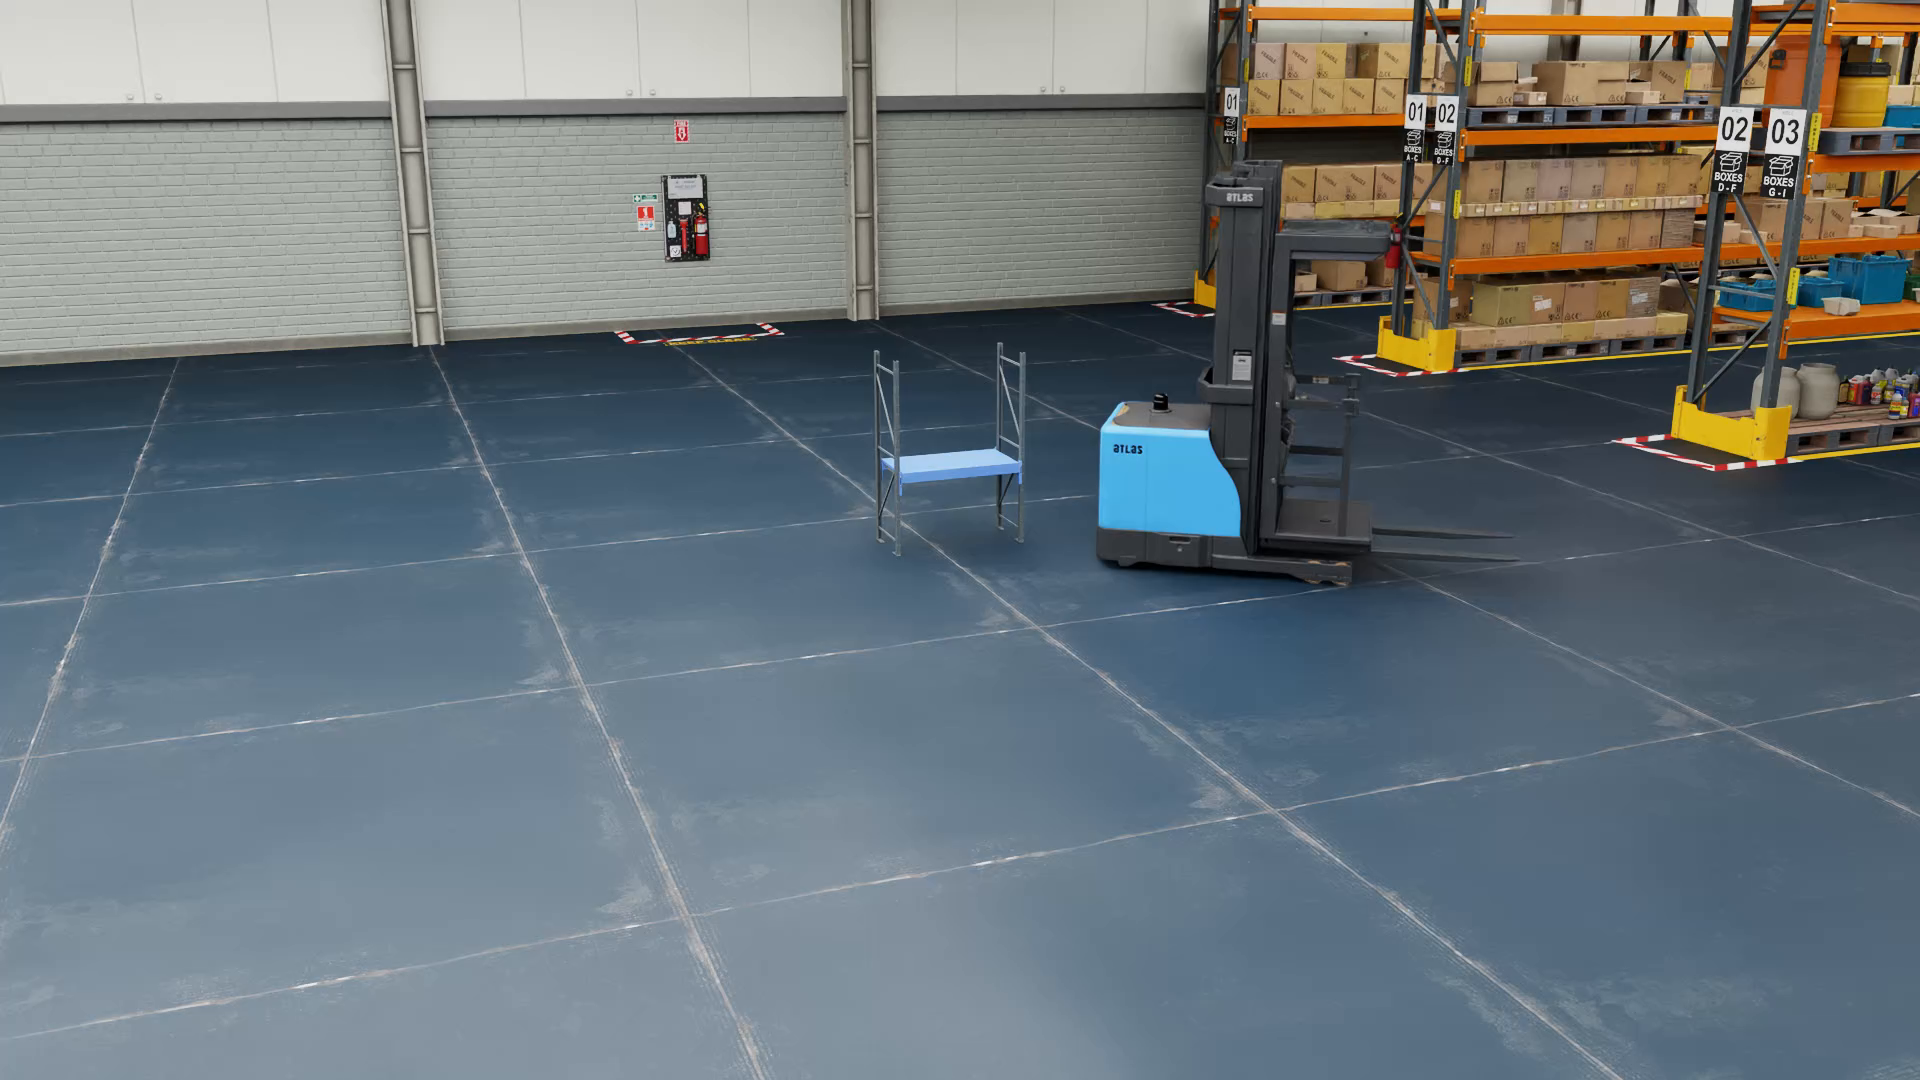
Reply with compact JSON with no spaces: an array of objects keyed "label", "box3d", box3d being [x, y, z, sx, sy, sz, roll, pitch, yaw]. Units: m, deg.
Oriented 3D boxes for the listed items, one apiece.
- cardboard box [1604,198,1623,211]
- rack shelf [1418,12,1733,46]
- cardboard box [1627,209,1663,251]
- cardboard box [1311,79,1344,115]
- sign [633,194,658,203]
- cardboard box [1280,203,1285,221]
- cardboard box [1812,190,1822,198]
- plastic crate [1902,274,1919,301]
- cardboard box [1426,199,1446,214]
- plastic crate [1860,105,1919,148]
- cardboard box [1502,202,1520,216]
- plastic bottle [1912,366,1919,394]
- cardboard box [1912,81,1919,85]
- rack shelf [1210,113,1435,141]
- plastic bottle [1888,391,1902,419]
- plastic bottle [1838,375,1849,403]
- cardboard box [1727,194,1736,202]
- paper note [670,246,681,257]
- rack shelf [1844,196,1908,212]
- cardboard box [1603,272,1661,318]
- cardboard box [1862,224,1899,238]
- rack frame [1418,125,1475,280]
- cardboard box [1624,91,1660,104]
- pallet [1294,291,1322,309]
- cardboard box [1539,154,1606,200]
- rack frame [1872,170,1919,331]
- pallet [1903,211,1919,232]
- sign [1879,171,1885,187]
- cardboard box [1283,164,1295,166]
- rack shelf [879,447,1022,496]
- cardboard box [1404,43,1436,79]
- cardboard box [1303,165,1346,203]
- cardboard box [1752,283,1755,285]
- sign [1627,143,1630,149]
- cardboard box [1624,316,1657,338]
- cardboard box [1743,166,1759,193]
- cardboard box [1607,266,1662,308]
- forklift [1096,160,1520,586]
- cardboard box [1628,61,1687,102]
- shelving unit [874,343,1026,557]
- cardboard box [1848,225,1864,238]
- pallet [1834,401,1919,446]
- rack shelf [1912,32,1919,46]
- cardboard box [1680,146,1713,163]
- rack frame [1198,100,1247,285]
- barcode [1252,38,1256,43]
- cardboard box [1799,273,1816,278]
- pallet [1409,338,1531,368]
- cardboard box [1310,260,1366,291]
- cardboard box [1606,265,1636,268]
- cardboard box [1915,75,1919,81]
[{"label":"cardboard box","box3d":[8.010,-4.183,20.691,0.250,0.149,0.380,-6,17,-18]},{"label":"rack shelf","box3d":[7.505,-6.175,20.142,4.000,0.370,1.077,-6,17,-20]},{"label":"cardboard box","box3d":[8.471,-3.982,21.158,0.500,0.500,0.700,-6,18,-21]},{"label":"cardboard box","box3d":[5.261,-6.498,24.366,0.500,0.500,0.500,-5,17,-18]},{"label":"sign","box3d":[-4.264,-4.630,22.538,0.331,0.109,0.001,-6,17,-20]},{"label":"cardboard box","box3d":[4.431,-4.838,24.482,0.500,0.250,0.500,-7,18,-22]},{"label":"cardboard box","box3d":[14.368,-5.880,28.207,0.250,0.149,0.380,-6,17,-18]},{"label":"plastic crate","box3d":[9.773,-2.568,16.894,0.662,0.188,0.450,-6,17,-20]},{"label":"cardboard box","box3d":[5.926,-4.080,20.340,0.250,0.149,0.380,-6,18,-21]},{"label":"plastic crate","box3d":[9.080,-4.032,16.208,0.575,0.384,0.392,-6,17,-20]},{"label":"cardboard box","box3d":[6.560,-4.026,20.157,0.250,0.149,0.380,-6,17,-20]},{"label":"plastic bottle","box3d":[10.063,-1.681,17.419,0.185,0.351,0.144,-7,18,-22]},{"label":"cardboard box","box3d":[13.504,-5.979,22.633,0.500,0.500,0.910,-6,17,-20]},{"label":"rack shelf","box3d":[5.729,-6.231,24.946,4.000,0.370,1.077,-6,17,-20]},{"label":"plastic bottle","box3d":[9.211,-1.331,16.370,0.097,0.271,0.097,0,16,0]},{"label":"plastic bottle","box3d":[9.067,-1.553,17.105,0.133,0.283,0.061,-6,17,-19]},{"label":"cardboard box","box3d":[12.669,-5.717,27.653,0.250,0.149,0.380,-6,17,-19]},{"label":"paper note","box3d":[-3.908,-3.967,22.847,0.142,0.148,0.016,-6,17,-20]},{"label":"rack shelf","box3d":[16.935,-6.001,29.488,4.000,0.370,1.077,-6,17,-20]},{"label":"cardboard box","box3d":[8.547,-3.126,21.223,0.500,0.500,0.500,-6,17,-20]},{"label":"cardboard box","box3d":[12.367,-4.155,22.369,0.250,0.149,0.380,-6,17,-20]},{"label":"rack frame","box3d":[7.597,-5.338,25.954,0.127,3.000,1.000,-6,17,-20]},{"label":"cardboard box","box3d":[8.344,-5.429,20.392,0.250,0.149,0.380,-6,17,-20]},{"label":"pallet","box3d":[4.704,-3.678,25.247,1.213,0.211,1.003,-6,17,-20]},{"label":"cardboard box","box3d":[7.555,-4.508,20.645,0.500,0.500,0.700,-6,17,-20]},{"label":"rack frame","box3d":[13.108,-4.439,22.890,0.127,3.000,1.000,-6,17,-20]},{"label":"pallet","box3d":[13.716,-4.434,23.213,1.003,0.211,1.213,-6,17,-20]},{"label":"sign","box3d":[12.905,-5.098,23.221,0.005,0.325,0.100,-6,17,-20]},{"label":"cardboard box","box3d":[4.700,-5.384,25.009,0.500,0.500,0.500,-6,17,-19]},{"label":"rack shelf","box3d":[-0.080,-0.538,12.908,1.000,0.185,0.538,-6,17,-20]},{"label":"cardboard box","box3d":[6.715,-7.135,24.760,0.500,0.500,0.500,-5,17,-17]},{"label":"cardboard box","box3d":[5.365,-5.299,24.720,0.500,0.500,0.500,-7,18,-22]},{"label":"cardboard box","box3d":[10.800,-3.264,22.031,0.500,0.311,0.500,-7,18,-22]},{"label":"sign","box3d":[11.130,-6.443,27.660,0.005,0.325,0.100,-6,17,-20]},{"label":"cardboard box","box3d":[8.548,-2.766,21.327,0.500,0.250,0.500,-6,17,-20]},{"label":"cardboard box","box3d":[12.833,-6.024,27.547,0.500,0.500,0.500,-6,17,-20]},{"label":"cardboard box","box3d":[8.828,-3.313,21.861,0.500,0.500,0.500,-6,17,-20]},{"label":"forklift","box3d":[2.590,-1.241,12.122,3.031,2.935,1.130,4,17,13]},{"label":"cardboard box","box3d":[8.808,-5.810,21.064,0.500,0.500,0.500,-5,17,-16]},{"label":"shelving unit","box3d":[-0.080,-0.711,12.858,1.048,1.500,0.538,-6,17,-20]},{"label":"cardboard box","box3d":[11.938,-4.175,22.437,0.250,0.149,0.380,-5,17,-16]},{"label":"pallet","box3d":[9.359,-1.213,16.855,1.213,0.211,1.003,-6,17,-20]},{"label":"rack shelf","box3d":[14.976,-6.982,22.889,4.000,0.370,1.077,-6,17,-20]},{"label":"cardboard box","box3d":[11.875,-6.283,27.097,0.500,0.250,0.500,-6,17,-19]},{"label":"rack frame","box3d":[3.862,-4.935,24.580,0.127,3.000,1.000,-6,17,-20]},{"label":"barcode","box3d":[4.346,-7.393,24.610,0.075,0.075,0.001,-6,17,-20]},{"label":"cardboard box","box3d":[11.549,-3.509,22.862,0.500,0.311,0.500,-7,18,-22]},{"label":"pallet","box3d":[6.337,-2.382,20.836,1.213,0.211,1.003,-6,17,-20]},{"label":"cardboard box","box3d":[5.775,-4.111,25.430,0.500,0.500,0.700,-7,18,-24]},{"label":"cardboard box","box3d":[10.678,-4.667,27.323,0.500,0.500,0.700,-6,17,-19]},{"label":"cardboard box","box3d":[16.288,-7.810,28.389,0.500,0.250,0.500,-7,18,-21]}]
